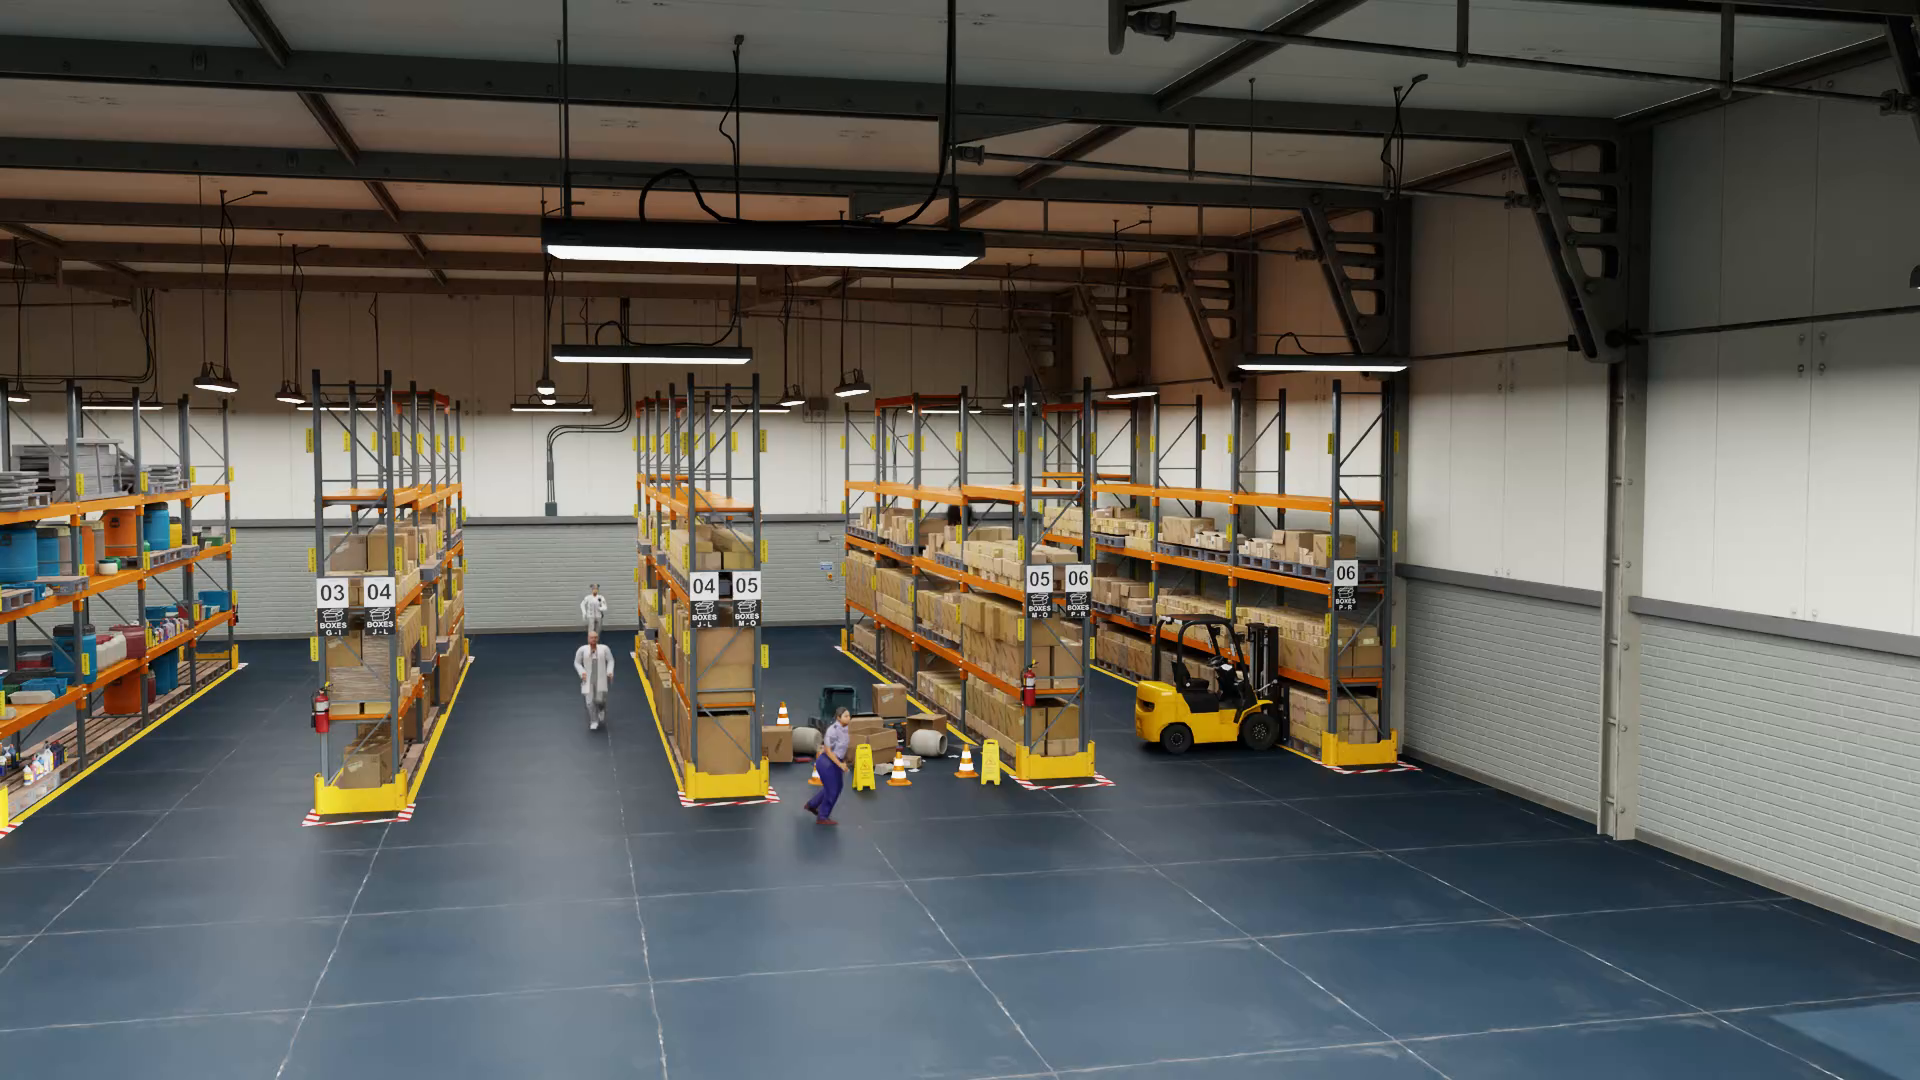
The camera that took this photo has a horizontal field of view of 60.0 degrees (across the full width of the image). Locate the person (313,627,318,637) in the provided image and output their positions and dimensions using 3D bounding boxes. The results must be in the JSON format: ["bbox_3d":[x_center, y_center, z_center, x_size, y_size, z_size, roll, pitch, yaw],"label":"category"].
[{"bbox_3d":[-12.295,2.238,32.523,0.650,1.784,0.798,0,3,-5],"label":"person"}]

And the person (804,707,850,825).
[{"bbox_3d":[-1.751,2.962,21.858,0.705,1.558,0.592,1,3,14],"label":"person"}]

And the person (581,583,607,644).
[{"bbox_3d":[-8.674,1.884,39.461,0.586,1.712,0.695,-1,3,-18],"label":"person"}]

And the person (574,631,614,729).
[{"bbox_3d":[-6.432,2.558,29.226,0.686,1.524,0.681,-1,3,-9],"label":"person"}]
